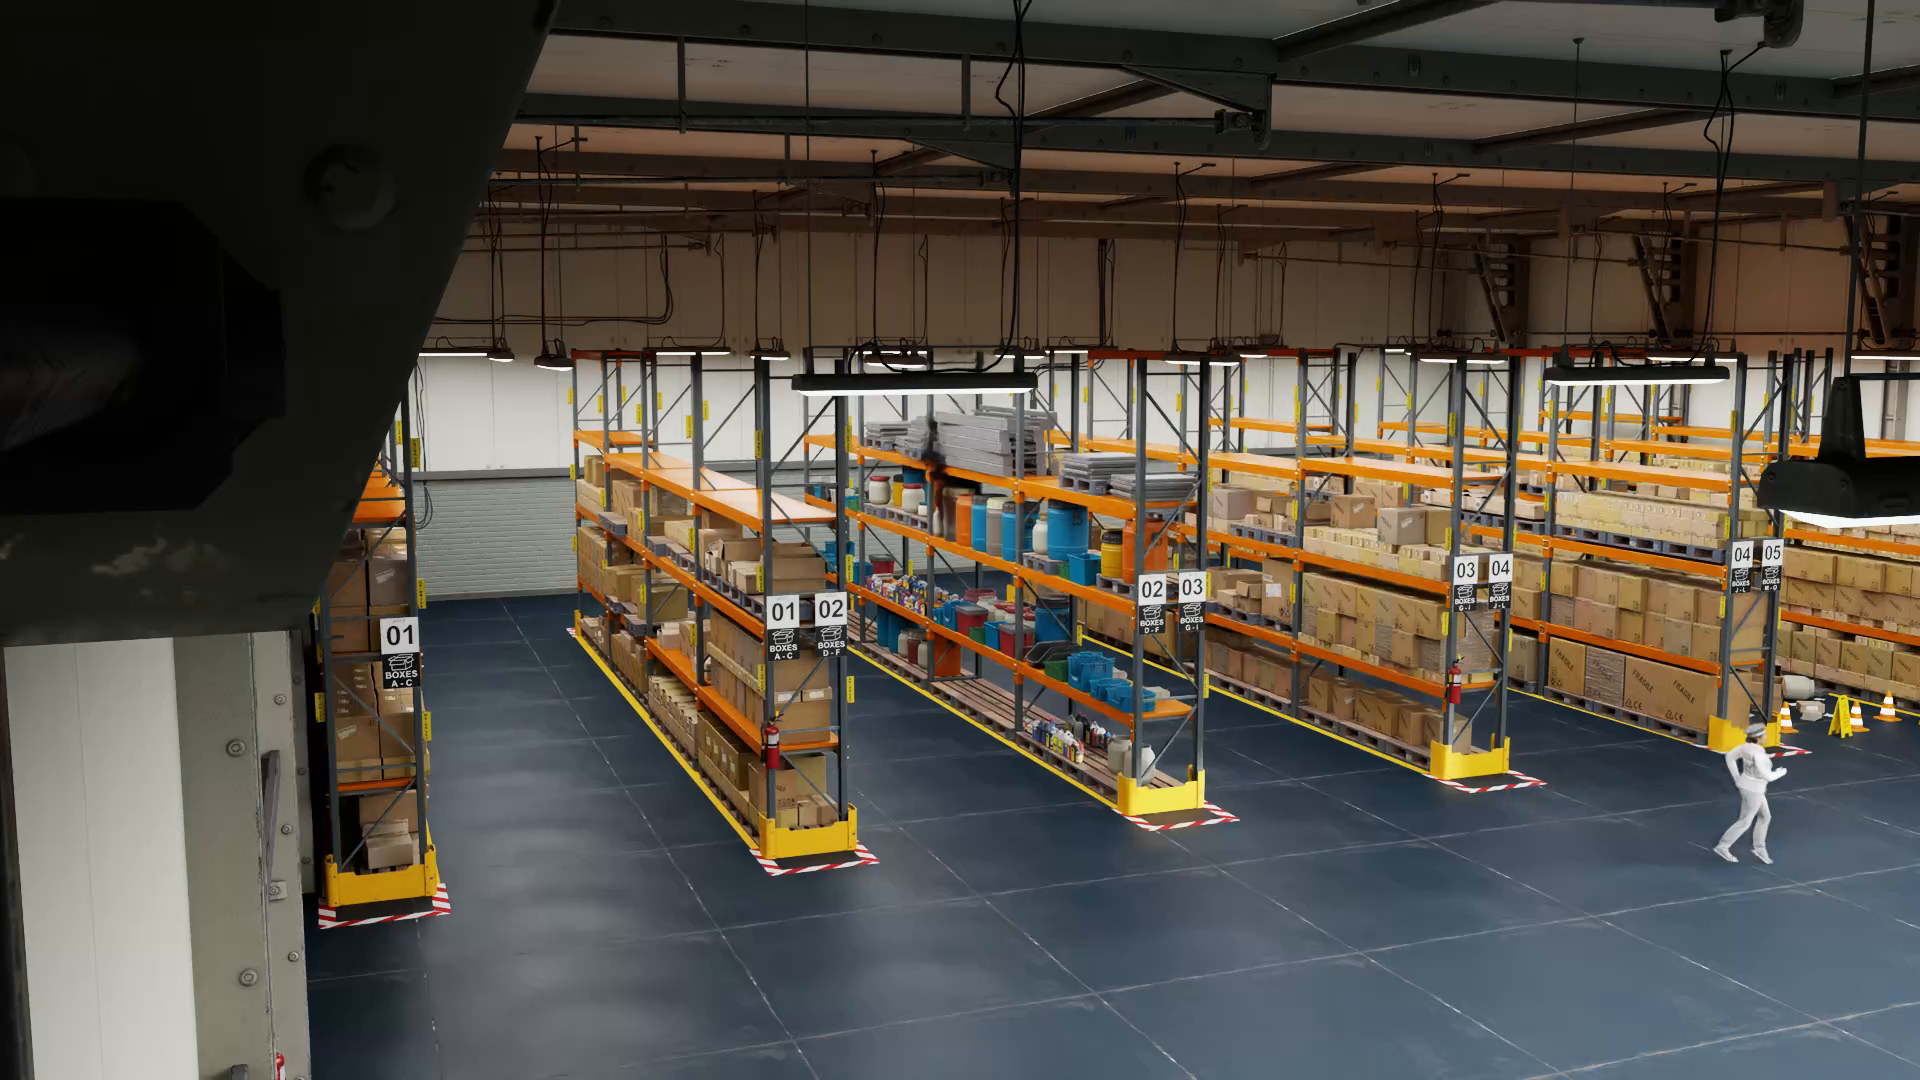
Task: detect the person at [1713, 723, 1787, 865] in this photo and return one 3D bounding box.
[{"bbox_3d":[9.411,3.035,19.809,0.768,1.758,0.627,1,7,10],"label":"person"}]

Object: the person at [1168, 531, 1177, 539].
[{"bbox_3d":[5.194,0.444,40.696,0.638,1.635,0.954,6,10,42],"label":"person"}]
